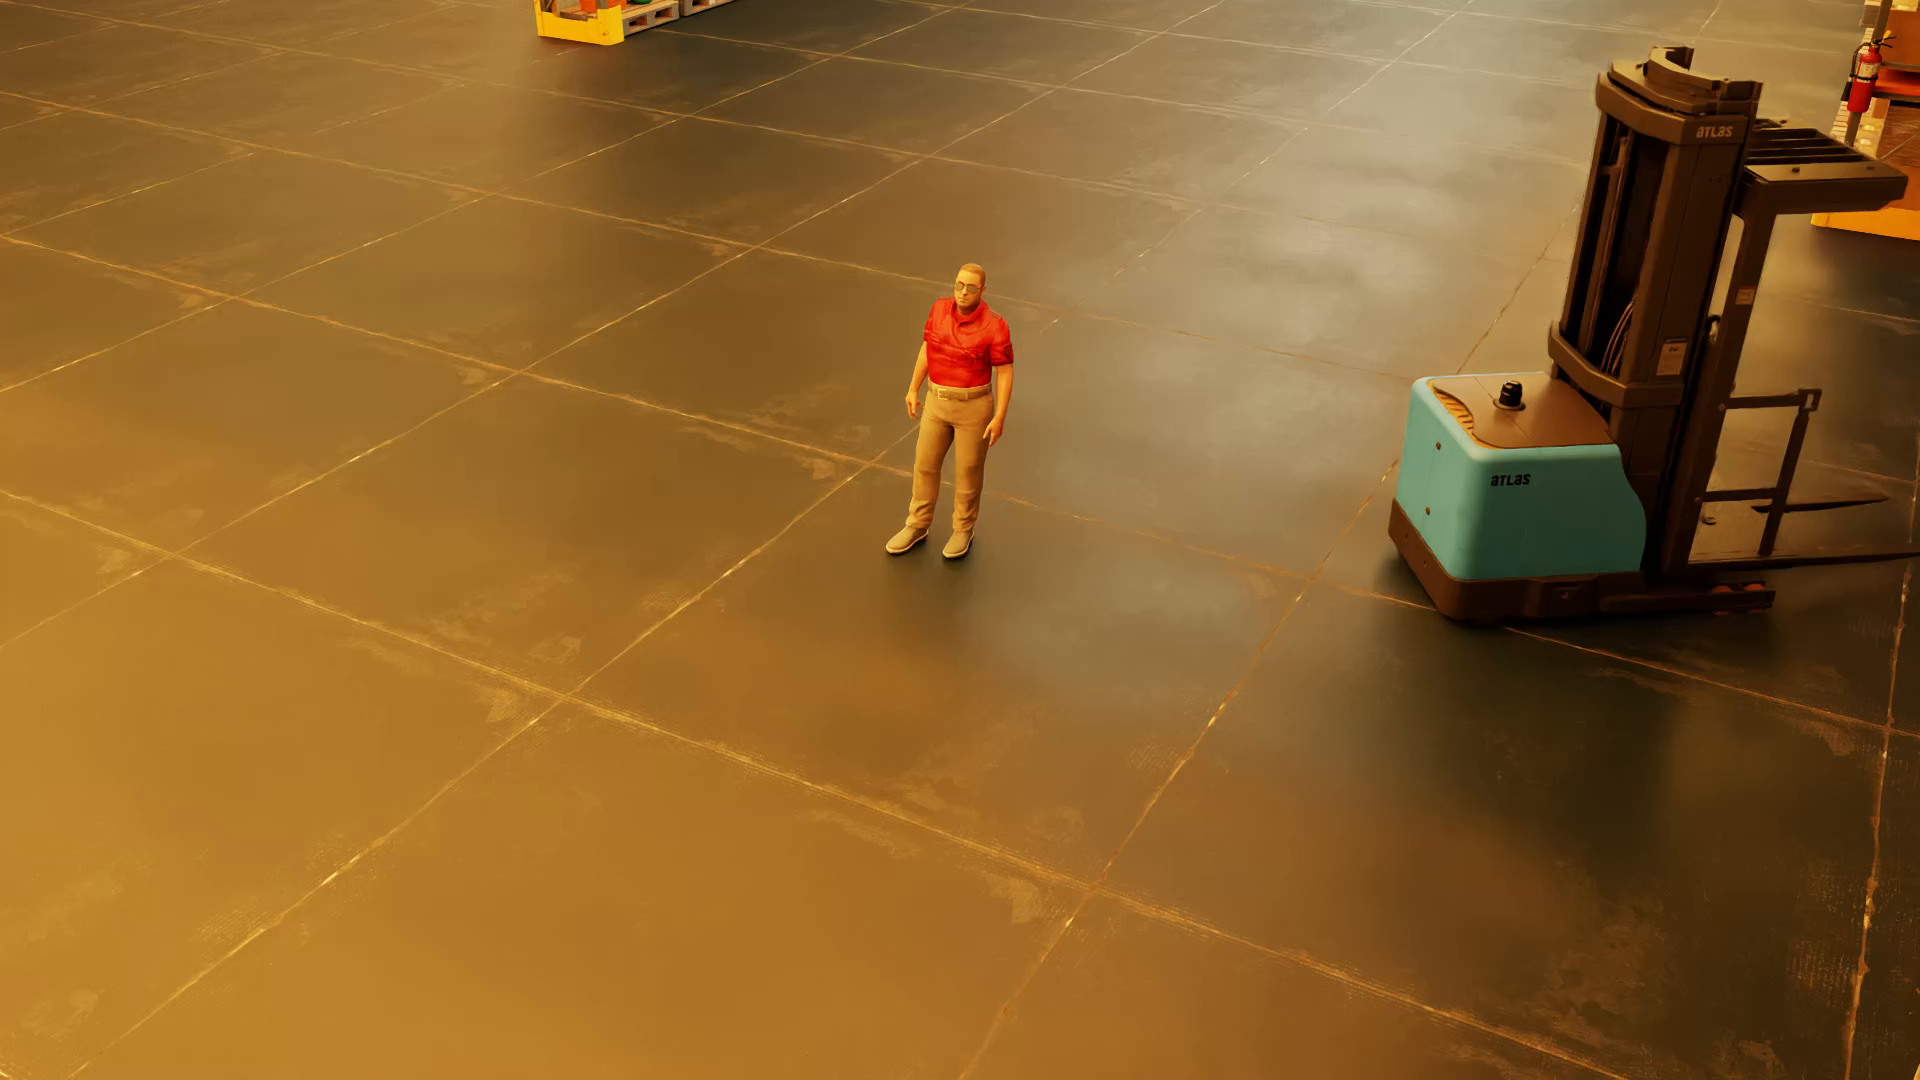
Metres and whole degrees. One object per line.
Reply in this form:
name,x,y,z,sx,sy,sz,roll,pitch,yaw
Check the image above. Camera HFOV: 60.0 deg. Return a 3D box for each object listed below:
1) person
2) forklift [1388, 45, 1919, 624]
person,-0.054,-0.719,9.504,0.640,1.727,0.551,15,33,25
forklift,4.107,-1.109,8.991,3.031,2.935,1.130,-3,30,-5
